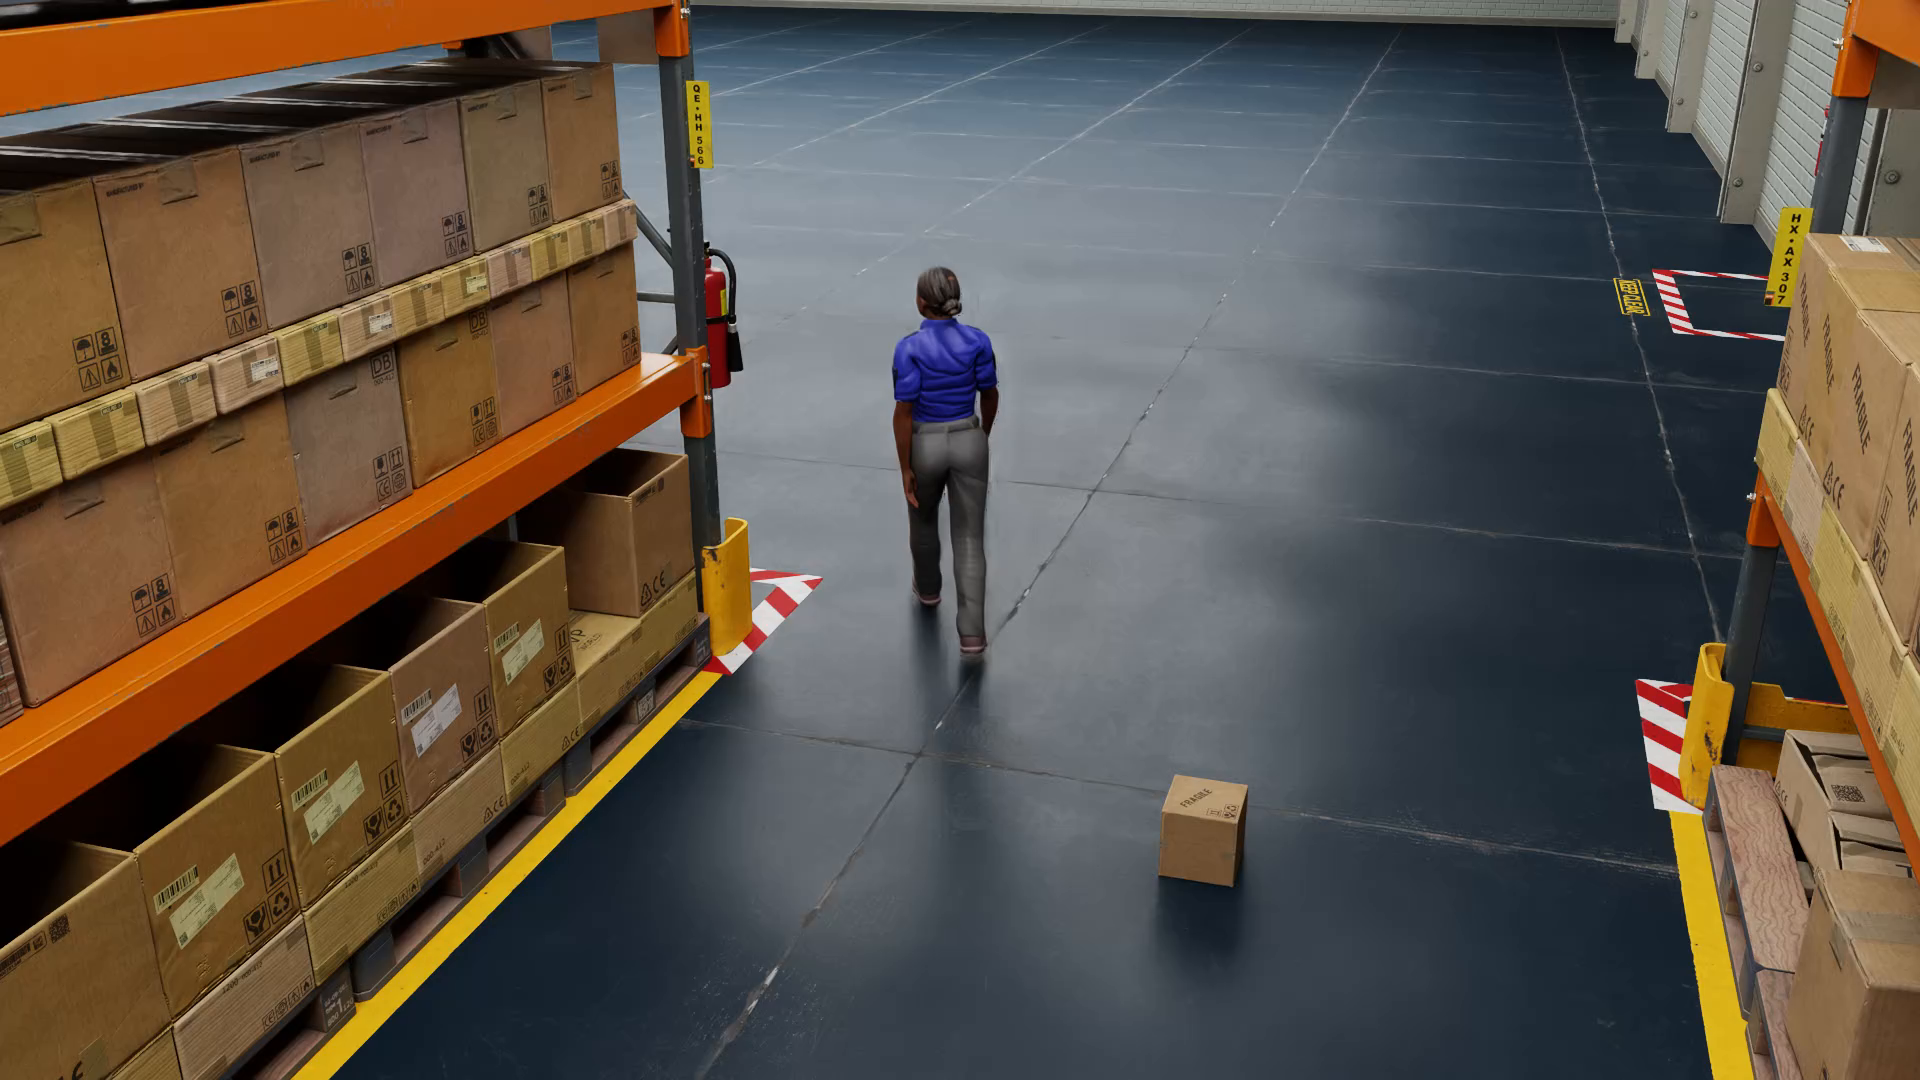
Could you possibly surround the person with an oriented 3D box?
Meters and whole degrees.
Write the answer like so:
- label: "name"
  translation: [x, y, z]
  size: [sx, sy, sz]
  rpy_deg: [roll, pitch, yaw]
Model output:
- label: "person"
  translation: [-0.062, -0.375, 7.011]
  size: [0.467, 1.606, 0.973]
  rpy_deg: [-3, 22, -8]
